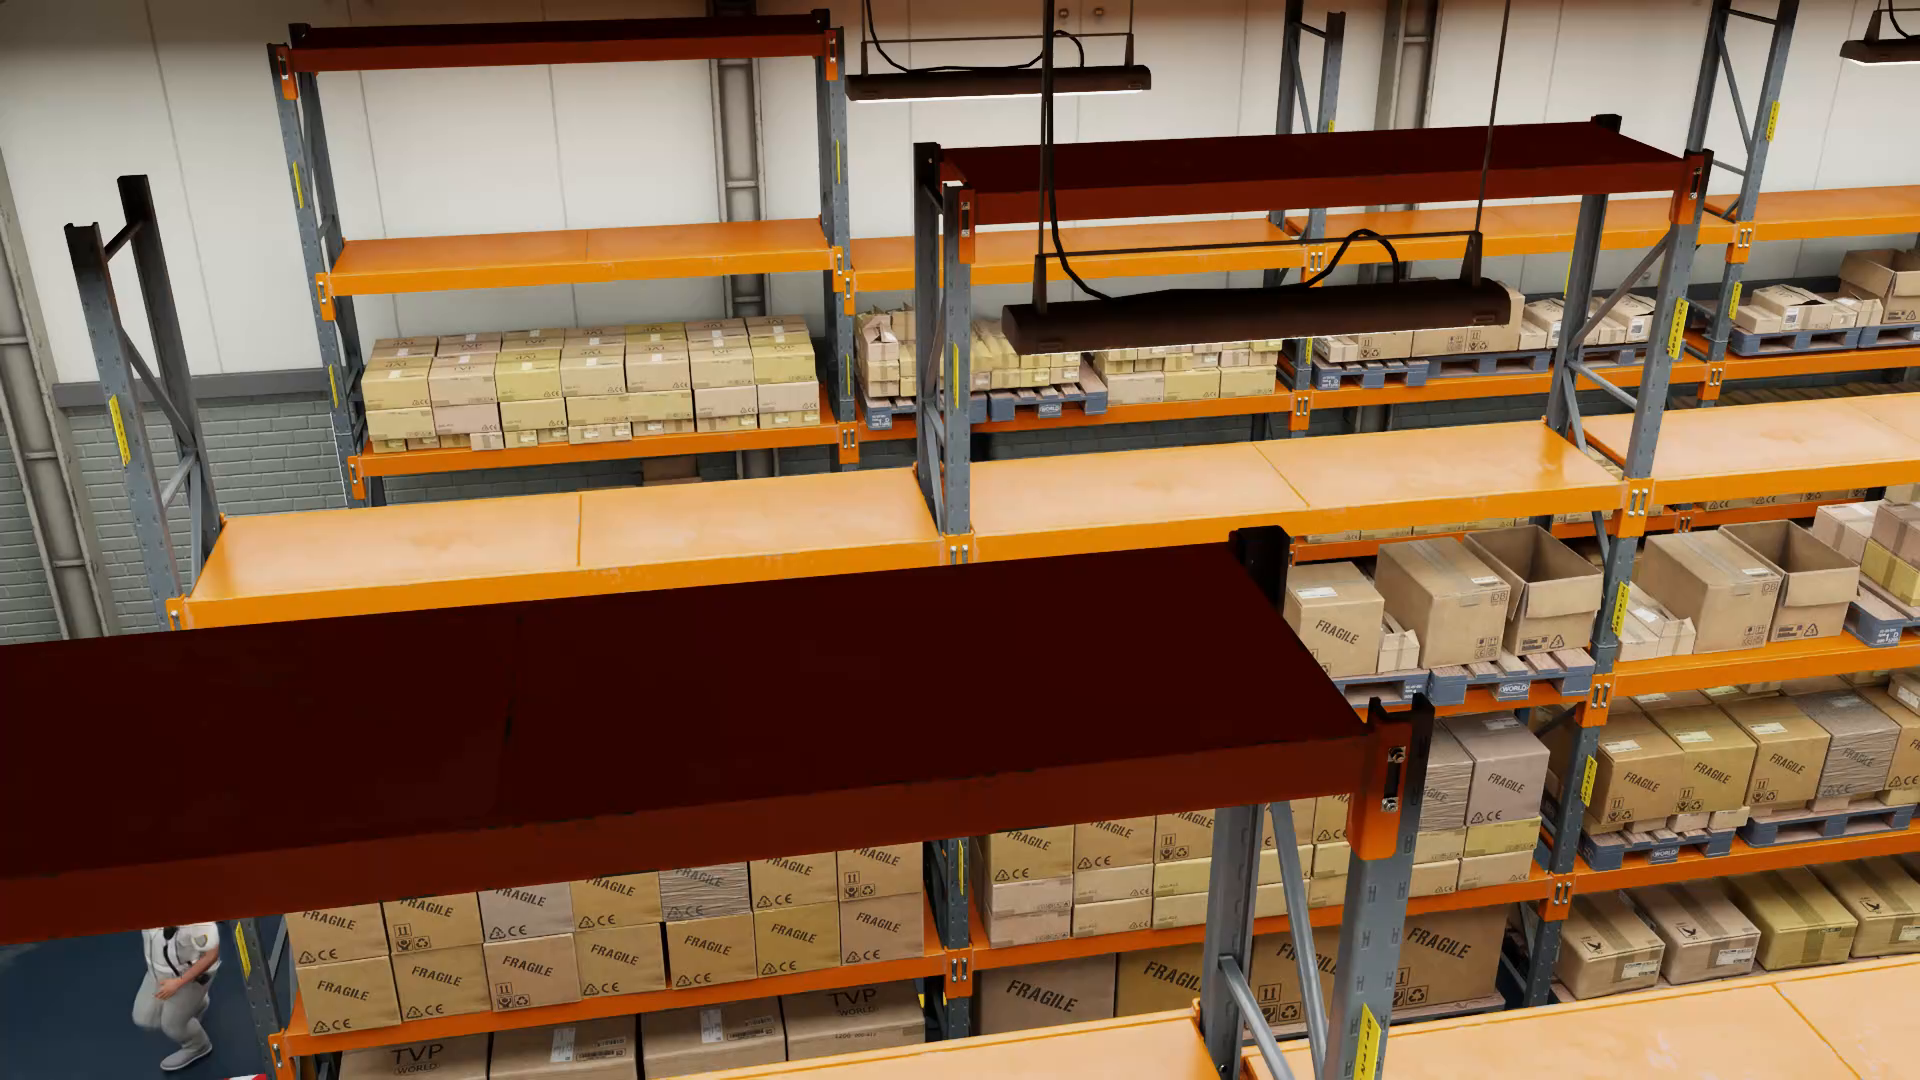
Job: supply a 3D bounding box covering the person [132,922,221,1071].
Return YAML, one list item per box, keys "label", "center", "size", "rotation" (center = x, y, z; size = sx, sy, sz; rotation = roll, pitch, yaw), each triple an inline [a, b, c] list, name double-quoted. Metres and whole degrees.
- label: "person"
  center: [-5.017, 2.752, 10.645]
  size: [0.701, 1.707, 0.534]
  rotation: [15, 30, 29]
